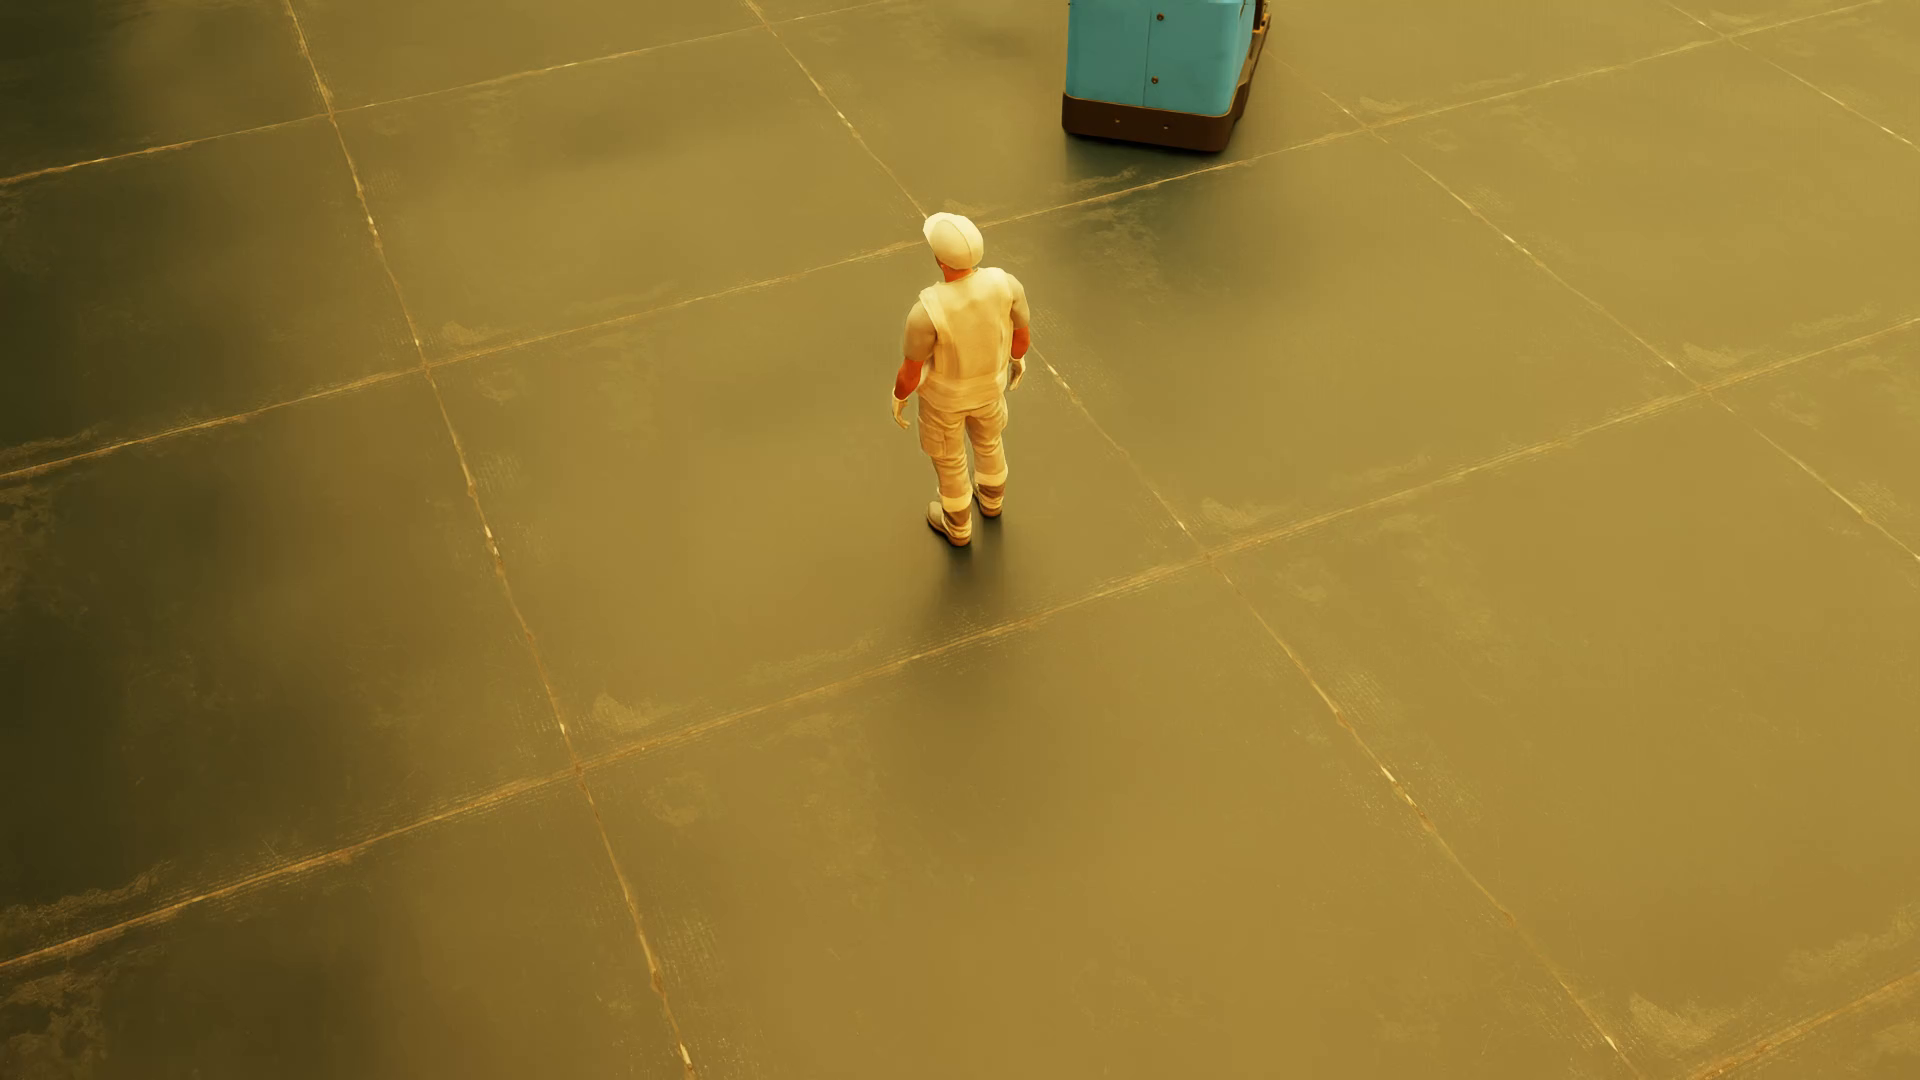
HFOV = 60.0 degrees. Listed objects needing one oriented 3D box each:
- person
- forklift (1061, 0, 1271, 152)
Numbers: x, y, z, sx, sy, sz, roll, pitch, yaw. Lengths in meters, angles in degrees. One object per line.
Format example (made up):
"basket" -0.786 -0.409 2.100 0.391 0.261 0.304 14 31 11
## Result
"person" -0.022 -0.713 7.270 0.637 1.787 0.564 -18 46 -18
"forklift" 1.533 -4.497 10.499 1.130 2.935 3.031 11 44 11
